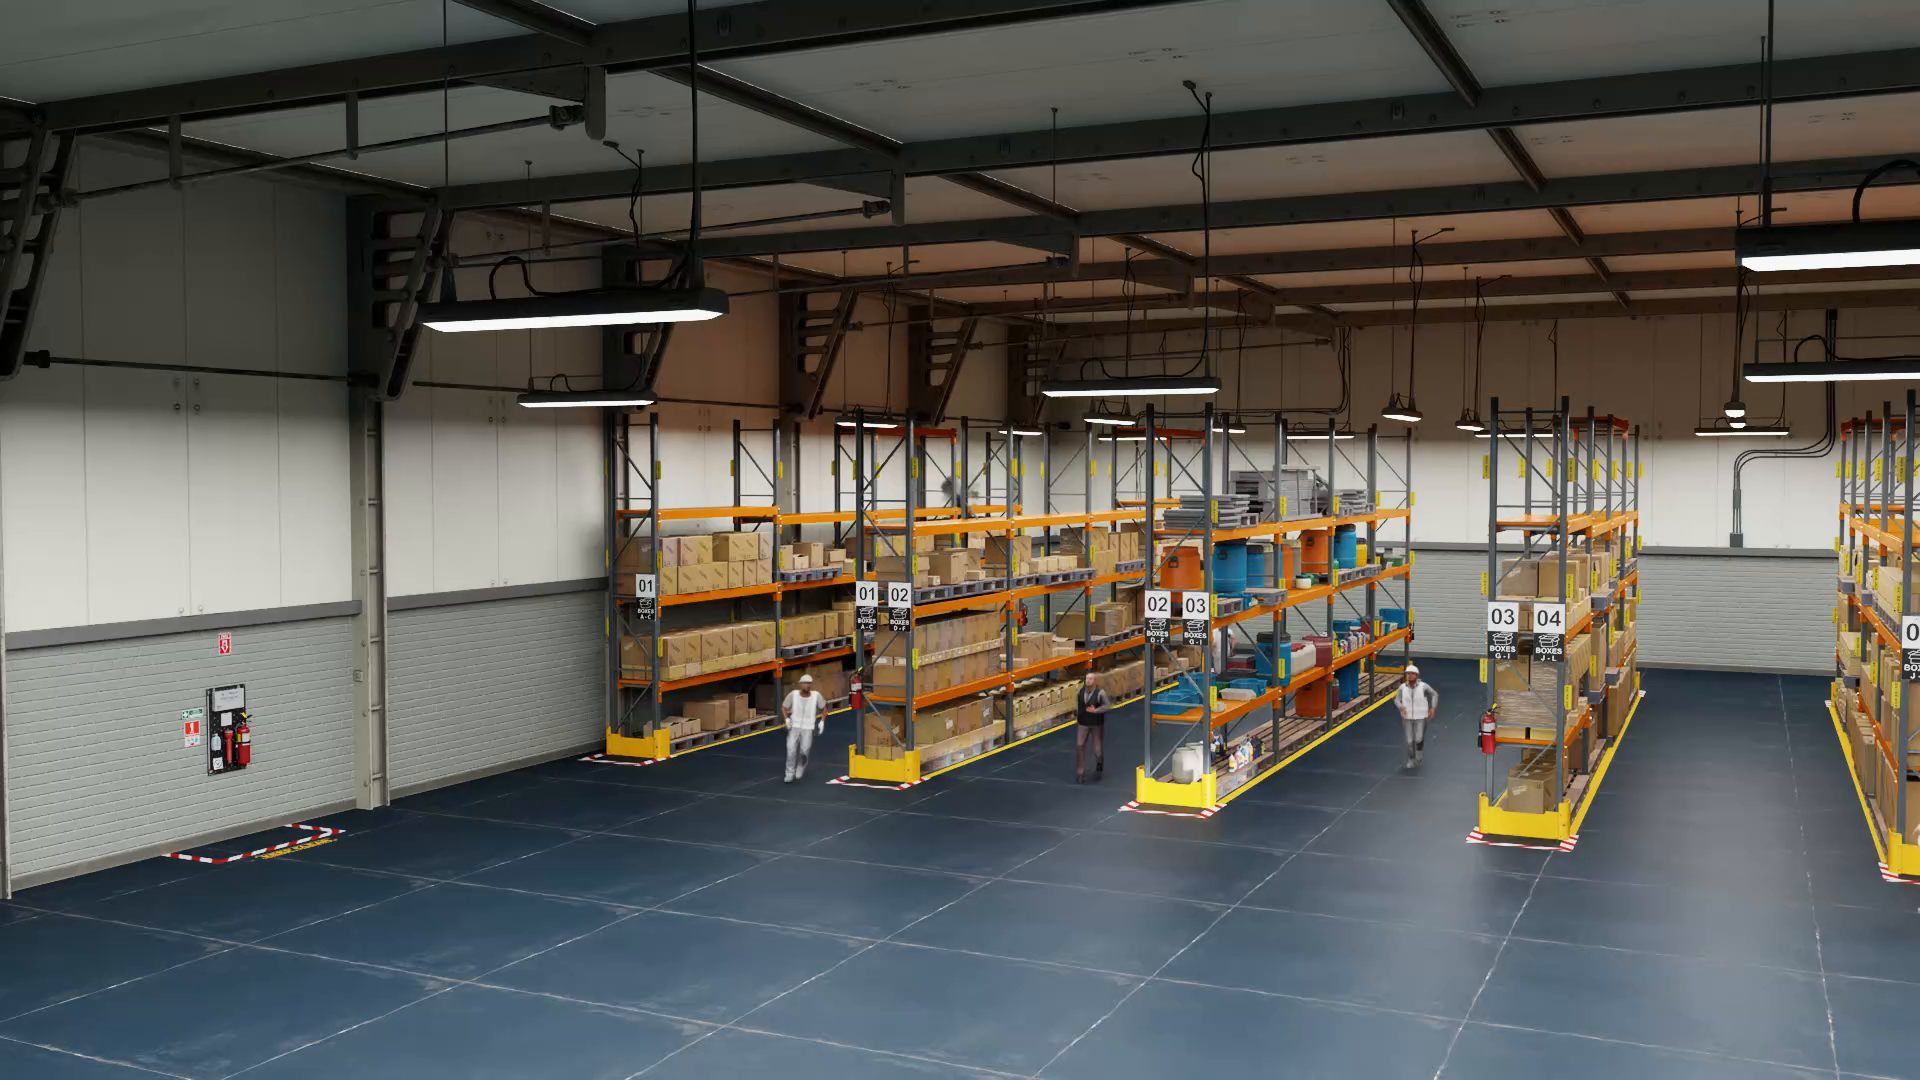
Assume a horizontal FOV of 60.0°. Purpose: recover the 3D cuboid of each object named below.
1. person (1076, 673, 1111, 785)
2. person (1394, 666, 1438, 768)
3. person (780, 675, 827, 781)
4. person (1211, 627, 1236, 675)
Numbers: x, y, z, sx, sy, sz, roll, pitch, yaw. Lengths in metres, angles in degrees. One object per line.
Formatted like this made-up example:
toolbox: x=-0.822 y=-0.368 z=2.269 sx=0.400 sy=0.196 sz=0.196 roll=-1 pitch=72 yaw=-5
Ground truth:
person: x=2.147 y=3.028 z=26.867 sx=0.625 sy=1.773 sz=0.989 roll=1 pitch=3 yaw=18
person: x=7.607 y=2.968 z=27.812 sx=0.682 sy=1.734 sz=0.703 roll=1 pitch=3 yaw=25
person: x=-2.502 y=3.012 z=26.625 sx=0.744 sy=1.721 sz=0.520 roll=0 pitch=2 yaw=-5
person: x=5.728 y=2.590 z=36.631 sx=0.646 sy=1.849 sz=0.800 roll=1 pitch=2 yaw=13
